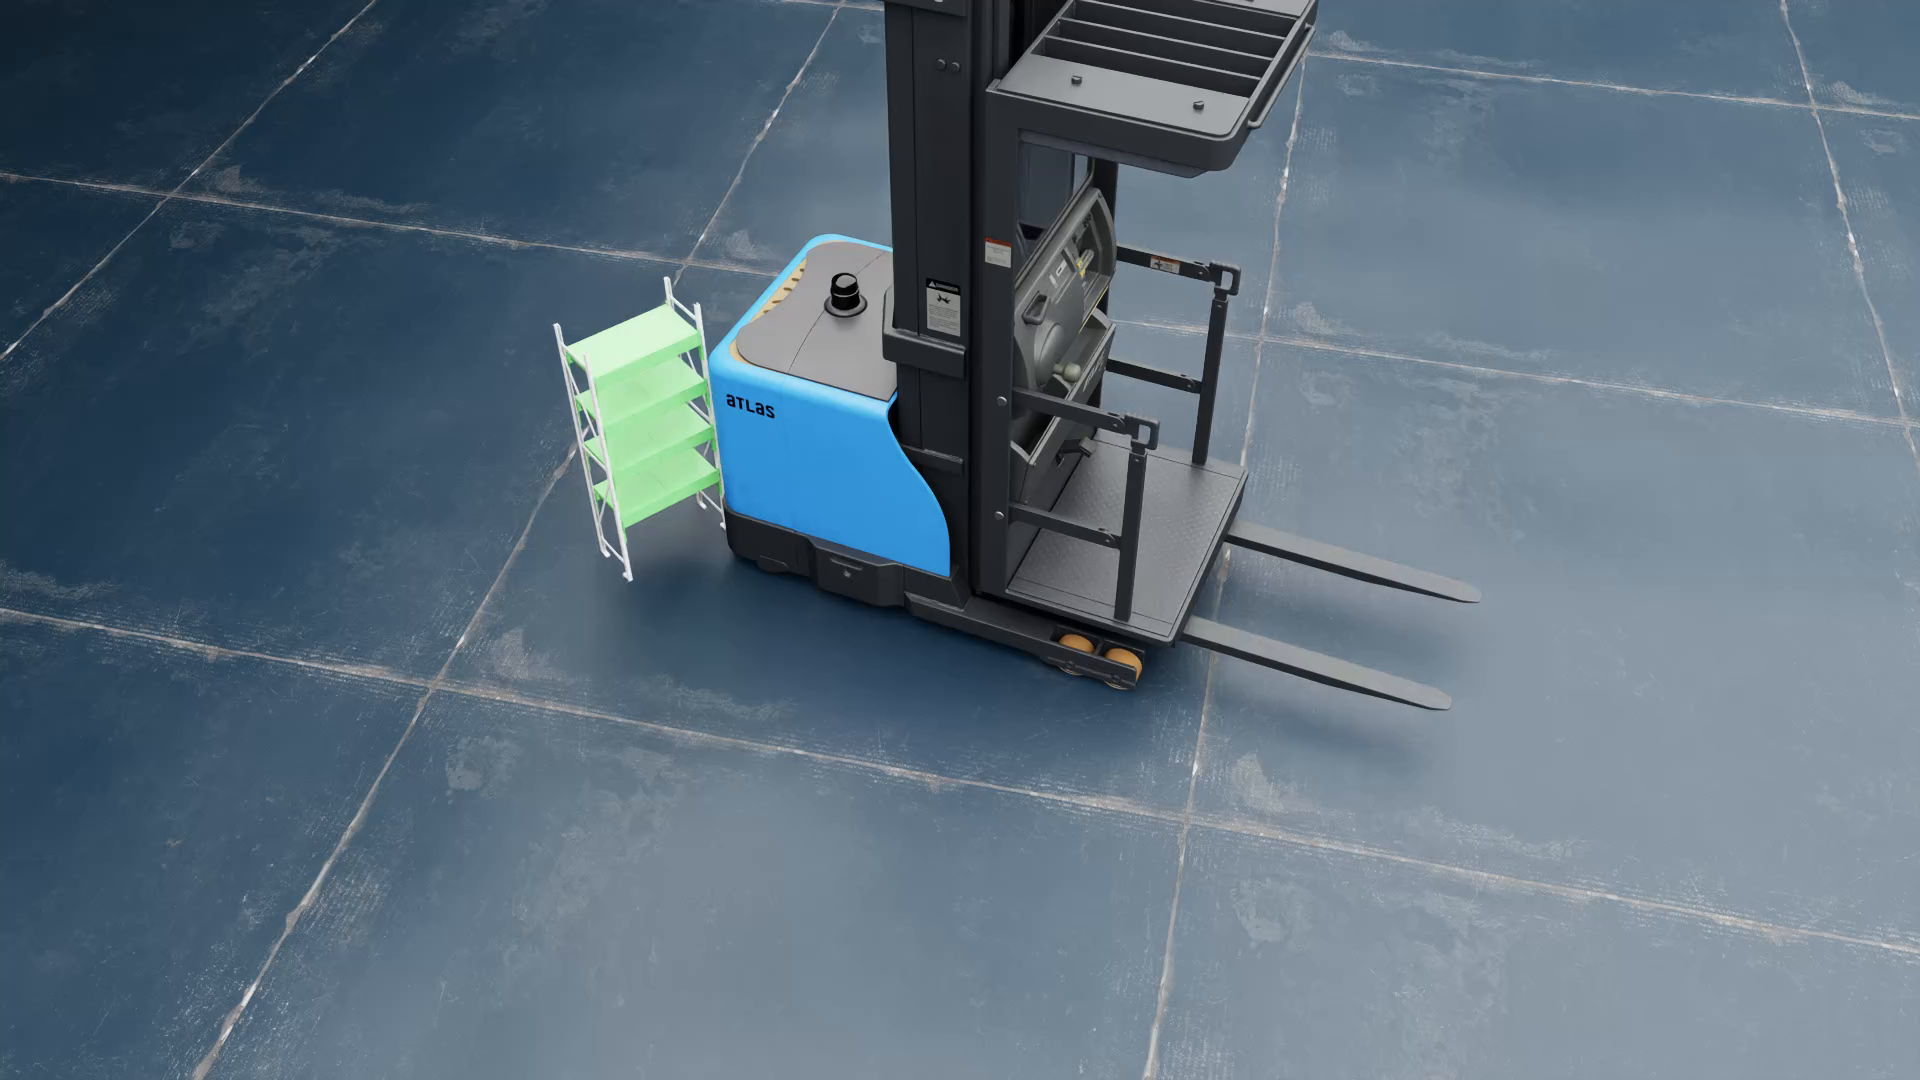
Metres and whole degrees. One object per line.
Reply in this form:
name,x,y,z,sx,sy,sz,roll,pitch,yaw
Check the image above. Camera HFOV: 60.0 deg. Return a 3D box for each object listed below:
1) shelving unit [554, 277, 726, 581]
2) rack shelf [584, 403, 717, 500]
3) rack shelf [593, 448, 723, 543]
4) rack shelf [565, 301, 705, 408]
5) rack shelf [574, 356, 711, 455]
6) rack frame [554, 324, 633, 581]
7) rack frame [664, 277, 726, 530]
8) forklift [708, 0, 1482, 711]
shelving unit,-1.276,-0.431,6.793,0.503,1.200,0.258,-29,51,-27
rack shelf,-1.276,-0.385,6.837,0.480,0.148,0.258,-29,51,-27
rack shelf,-1.276,-0.212,7.003,0.480,0.148,0.258,-29,51,-27
rack shelf,-1.276,-0.731,6.504,0.480,0.148,0.258,-29,51,-27
rack shelf,-1.276,-0.558,6.670,0.480,0.148,0.258,-29,51,-27
rack frame,-1.466,-0.325,6.682,0.015,1.200,0.240,-29,51,-27
rack frame,-1.086,-0.537,6.903,0.015,1.200,0.240,-29,51,-27
forklift,0.573,-0.886,6.016,3.031,2.935,1.130,17,46,16
